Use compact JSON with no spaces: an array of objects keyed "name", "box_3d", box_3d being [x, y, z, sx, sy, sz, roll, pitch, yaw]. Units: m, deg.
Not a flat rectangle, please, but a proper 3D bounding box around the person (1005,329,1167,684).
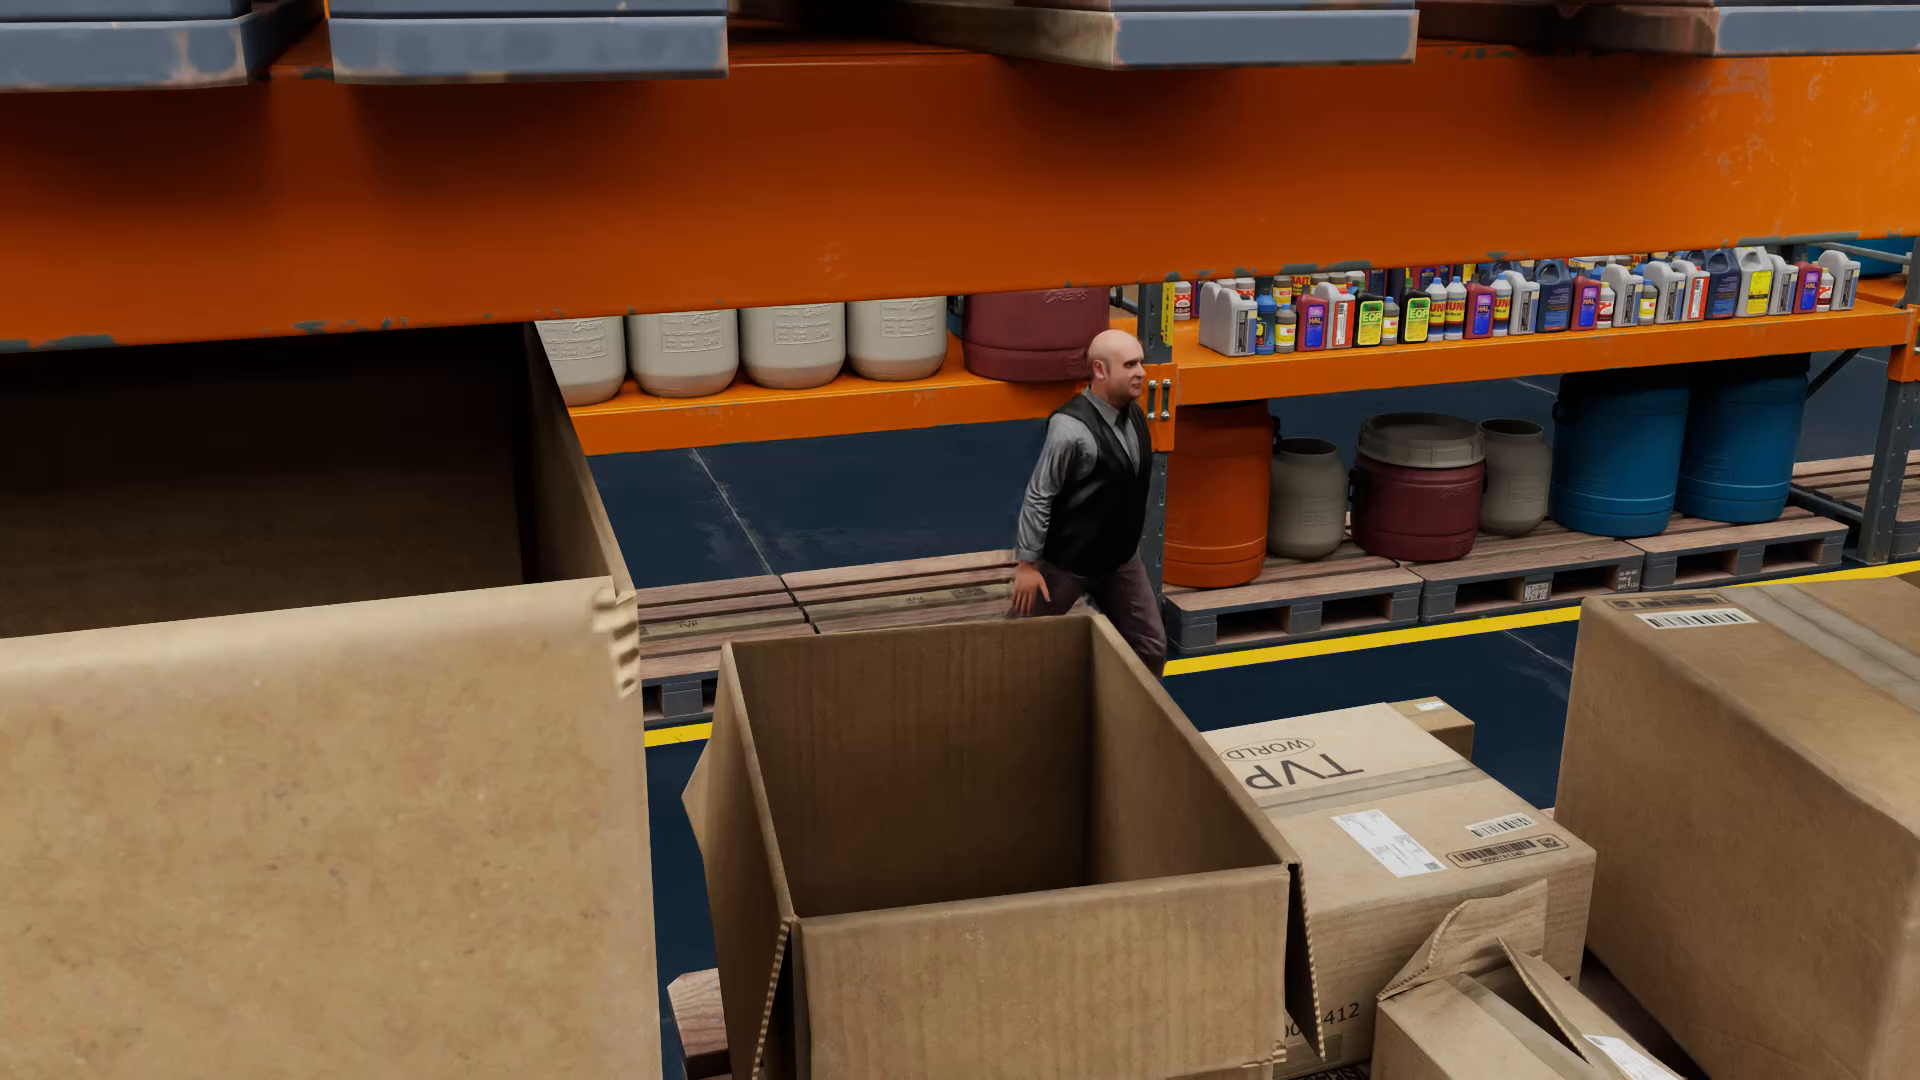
[{"name":"person","box_3d":[0.361,0.069,5.956,0.890,1.673,0.770,14,24,35]}]
